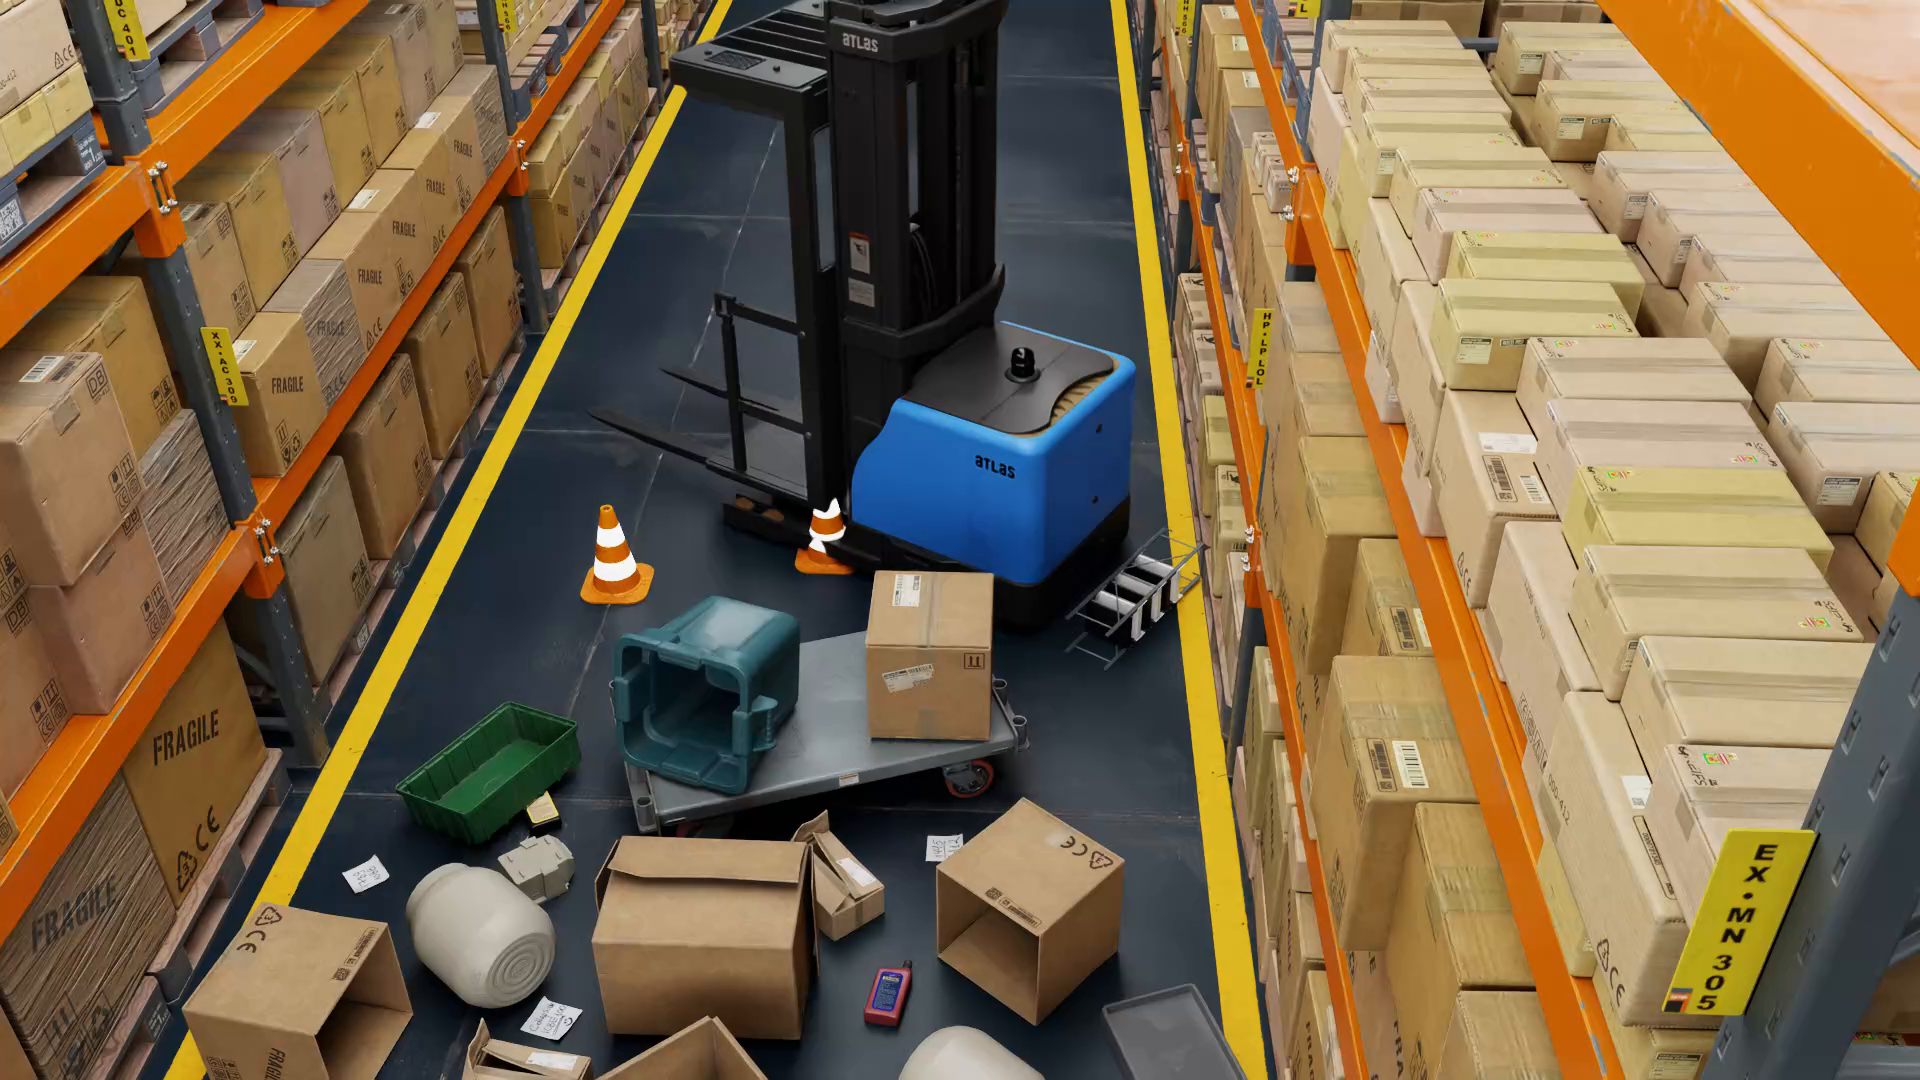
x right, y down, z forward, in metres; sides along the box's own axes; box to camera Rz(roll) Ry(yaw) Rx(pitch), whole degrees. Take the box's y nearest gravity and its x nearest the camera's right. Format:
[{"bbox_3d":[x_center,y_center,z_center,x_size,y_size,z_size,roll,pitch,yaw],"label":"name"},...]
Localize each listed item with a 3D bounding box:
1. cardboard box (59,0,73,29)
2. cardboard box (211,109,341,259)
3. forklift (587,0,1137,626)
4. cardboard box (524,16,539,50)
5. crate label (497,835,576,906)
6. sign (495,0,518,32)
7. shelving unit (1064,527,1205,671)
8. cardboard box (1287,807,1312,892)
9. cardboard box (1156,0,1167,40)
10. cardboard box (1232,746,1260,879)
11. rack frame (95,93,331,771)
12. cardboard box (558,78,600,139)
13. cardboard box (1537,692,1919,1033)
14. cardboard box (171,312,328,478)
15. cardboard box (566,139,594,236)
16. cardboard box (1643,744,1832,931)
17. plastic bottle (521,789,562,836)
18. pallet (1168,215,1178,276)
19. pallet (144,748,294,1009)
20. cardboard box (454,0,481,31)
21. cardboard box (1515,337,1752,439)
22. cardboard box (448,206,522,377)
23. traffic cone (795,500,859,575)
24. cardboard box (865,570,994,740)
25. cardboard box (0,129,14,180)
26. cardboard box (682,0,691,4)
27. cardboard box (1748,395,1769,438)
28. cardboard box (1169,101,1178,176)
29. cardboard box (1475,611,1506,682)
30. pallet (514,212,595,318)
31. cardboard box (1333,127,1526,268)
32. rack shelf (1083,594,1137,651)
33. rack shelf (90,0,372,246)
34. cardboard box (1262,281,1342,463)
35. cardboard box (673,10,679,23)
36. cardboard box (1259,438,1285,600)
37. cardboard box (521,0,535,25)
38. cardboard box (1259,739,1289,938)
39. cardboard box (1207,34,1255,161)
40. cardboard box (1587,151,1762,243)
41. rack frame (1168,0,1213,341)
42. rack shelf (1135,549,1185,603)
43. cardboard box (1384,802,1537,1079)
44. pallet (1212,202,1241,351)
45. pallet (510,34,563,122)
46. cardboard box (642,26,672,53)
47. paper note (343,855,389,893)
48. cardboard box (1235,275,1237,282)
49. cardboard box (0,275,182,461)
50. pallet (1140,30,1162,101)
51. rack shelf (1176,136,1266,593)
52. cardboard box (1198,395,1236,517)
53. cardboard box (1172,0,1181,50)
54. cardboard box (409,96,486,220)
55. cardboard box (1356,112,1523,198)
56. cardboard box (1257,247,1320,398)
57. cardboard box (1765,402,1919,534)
[{"bbox_3d":[-3.418,-2.056,6.082,0.500,0.250,0.500,2,35,2],"label":"cardboard box"},{"bbox_3d":[-3.233,-1.589,7.392,0.700,0.500,0.500,2,35,2],"label":"cardboard box"},{"bbox_3d":[-0.642,-1.427,8.178,3.031,2.935,1.130,20,40,26],"label":"forklift"},{"bbox_3d":[-2.885,-3.197,10.489,0.380,0.149,0.250,3,35,4],"label":"cardboard box"},{"bbox_3d":[-1.712,1.324,6.692,0.298,0.136,0.250,-24,42,-30],"label":"crate label"},{"bbox_3d":[-2.571,-3.029,9.390,0.100,0.325,0.005,1,35,2],"label":"sign"},{"bbox_3d":[0.859,0.275,8.109,0.258,0.210,0.900,23,42,29],"label":"shelving unit"},{"bbox_3d":[1.278,1.022,5.442,0.380,0.149,0.250,3,35,5],"label":"cardboard box"},{"bbox_3d":[1.618,-3.622,11.371,0.500,0.250,0.500,1,35,1],"label":"cardboard box"},{"bbox_3d":[1.370,1.074,6.585,0.500,0.250,0.500,0,35,0],"label":"cardboard box"},{"bbox_3d":[-3.287,-0.268,6.468,1.000,3.000,0.127,1,35,2],"label":"rack frame"},{"bbox_3d":[-2.803,-2.988,11.495,0.500,0.250,0.500,2,35,2],"label":"cardboard box"},{"bbox_3d":[1.254,0.498,2.641,0.500,0.250,0.500,1,35,1],"label":"cardboard box"},{"bbox_3d":[-2.997,-0.605,6.861,0.500,0.500,0.500,2,35,2],"label":"cardboard box"},{"bbox_3d":[-2.826,-2.405,11.317,0.500,0.500,0.500,2,35,2],"label":"cardboard box"},{"bbox_3d":[1.221,0.434,2.385,0.380,0.149,0.250,2,35,2],"label":"cardboard box"},{"bbox_3d":[-1.790,1.128,7.038,0.133,0.061,0.283,-17,38,-22],"label":"plastic bottle"},{"bbox_3d":[1.931,-1.820,11.102,1.003,0.211,1.213,1,35,2],"label":"pallet"},{"bbox_3d":[-3.395,1.308,6.651,1.003,0.211,1.213,1,35,2],"label":"pallet"},{"bbox_3d":[-2.914,-3.142,9.894,0.380,0.149,0.250,1,35,2],"label":"cardboard box"},{"bbox_3d":[1.377,-0.295,3.422,0.380,0.149,0.250,0,35,1],"label":"cardboard box"},{"bbox_3d":[-3.240,-1.470,9.770,1.050,0.750,0.750,1,35,1],"label":"cardboard box"},{"bbox_3d":[-0.673,-0.108,8.447,0.336,0.463,0.334,1,35,2],"label":"traffic cone"},{"bbox_3d":[-0.116,0.477,6.923,0.500,0.500,0.500,1,35,2],"label":"cardboard box"},{"bbox_3d":[-3.001,-1.095,4.803,0.380,0.149,0.250,2,35,3],"label":"cardboard box"},{"bbox_3d":[-2.615,-4.937,14.967,0.380,0.149,0.250,1,35,2],"label":"cardboard box"},{"bbox_3d":[1.815,-0.071,3.450,0.500,0.250,0.500,2,35,3],"label":"cardboard box"},{"bbox_3d":[2.011,-3.233,12.170,0.875,0.875,0.875,2,35,3],"label":"cardboard box"},{"bbox_3d":[1.299,0.167,3.460,0.380,0.149,0.250,1,35,2],"label":"cardboard box"},{"bbox_3d":[-3.093,-1.874,11.179,1.003,0.211,1.213,1,35,2],"label":"pallet"},{"bbox_3d":[1.361,-0.956,4.711,0.500,0.250,0.500,1,35,1],"label":"cardboard box"},{"bbox_3d":[0.718,0.387,7.955,0.258,0.200,0.077,23,42,29],"label":"rack shelf"},{"bbox_3d":[-3.206,-2.350,7.448,1.077,0.370,4.000,1,35,2],"label":"rack shelf"},{"bbox_3d":[1.429,-0.536,5.634,0.700,0.500,0.500,1,35,1],"label":"cardboard box"},{"bbox_3d":[-2.725,-4.671,14.847,0.380,0.149,0.250,0,35,0],"label":"cardboard box"},{"bbox_3d":[1.367,-0.128,5.924,0.500,0.500,0.500,1,35,2],"label":"cardboard box"},{"bbox_3d":[-2.890,-3.339,10.433,0.380,0.149,0.250,0,35,0],"label":"cardboard box"},{"bbox_3d":[1.360,1.075,5.931,0.500,0.500,0.500,3,35,4],"label":"cardboard box"},{"bbox_3d":[1.561,-2.292,8.637,0.500,0.500,0.500,3,35,4],"label":"cardboard box"},{"bbox_3d":[1.843,-0.876,4.250,0.380,0.149,0.250,1,35,1],"label":"cardboard box"},{"bbox_3d":[1.824,-2.510,9.658,1.000,3.000,0.127,1,35,2],"label":"rack frame"},{"bbox_3d":[0.985,0.173,8.247,0.258,0.200,0.077,23,42,29],"label":"rack shelf"},{"bbox_3d":[1.333,0.925,3.555,0.700,0.500,0.500,2,35,2],"label":"cardboard box"},{"bbox_3d":[1.786,-1.293,8.094,1.003,0.211,1.213,1,35,2],"label":"pallet"},{"bbox_3d":[-3.204,-2.900,10.380,1.213,0.211,1.003,1,35,2],"label":"pallet"},{"bbox_3d":[-2.631,-4.192,13.908,0.380,0.149,0.250,3,35,4],"label":"cardboard box"},{"bbox_3d":[-2.409,1.354,6.743,0.147,0.020,0.142,-24,42,-30],"label":"paper note"},{"bbox_3d":[1.464,-1.169,7.603,0.380,0.149,0.250,1,35,2],"label":"cardboard box"},{"bbox_3d":[-3.336,-0.560,5.814,0.875,0.550,0.550,1,35,2],"label":"cardboard box"},{"bbox_3d":[2.094,-4.102,14.349,1.003,0.211,1.213,1,35,2],"label":"pallet"},{"bbox_3d":[1.744,-1.067,8.230,1.077,0.370,4.000,1,35,2],"label":"rack shelf"},{"bbox_3d":[1.734,-0.423,8.608,0.950,0.372,0.625,2,35,3],"label":"cardboard box"},{"bbox_3d":[1.607,-3.232,10.381,0.500,0.250,0.500,0,35,1],"label":"cardboard box"},{"bbox_3d":[-2.897,-2.056,8.925,0.500,0.500,0.500,1,35,2],"label":"cardboard box"},{"bbox_3d":[1.287,-1.037,4.479,0.380,0.149,0.250,1,35,2],"label":"cardboard box"},{"bbox_3d":[1.453,-0.817,6.539,0.500,0.500,0.500,1,35,1],"label":"cardboard box"},{"bbox_3d":[1.786,-0.138,3.200,0.380,0.149,0.250,1,35,2],"label":"cardboard box"}]
